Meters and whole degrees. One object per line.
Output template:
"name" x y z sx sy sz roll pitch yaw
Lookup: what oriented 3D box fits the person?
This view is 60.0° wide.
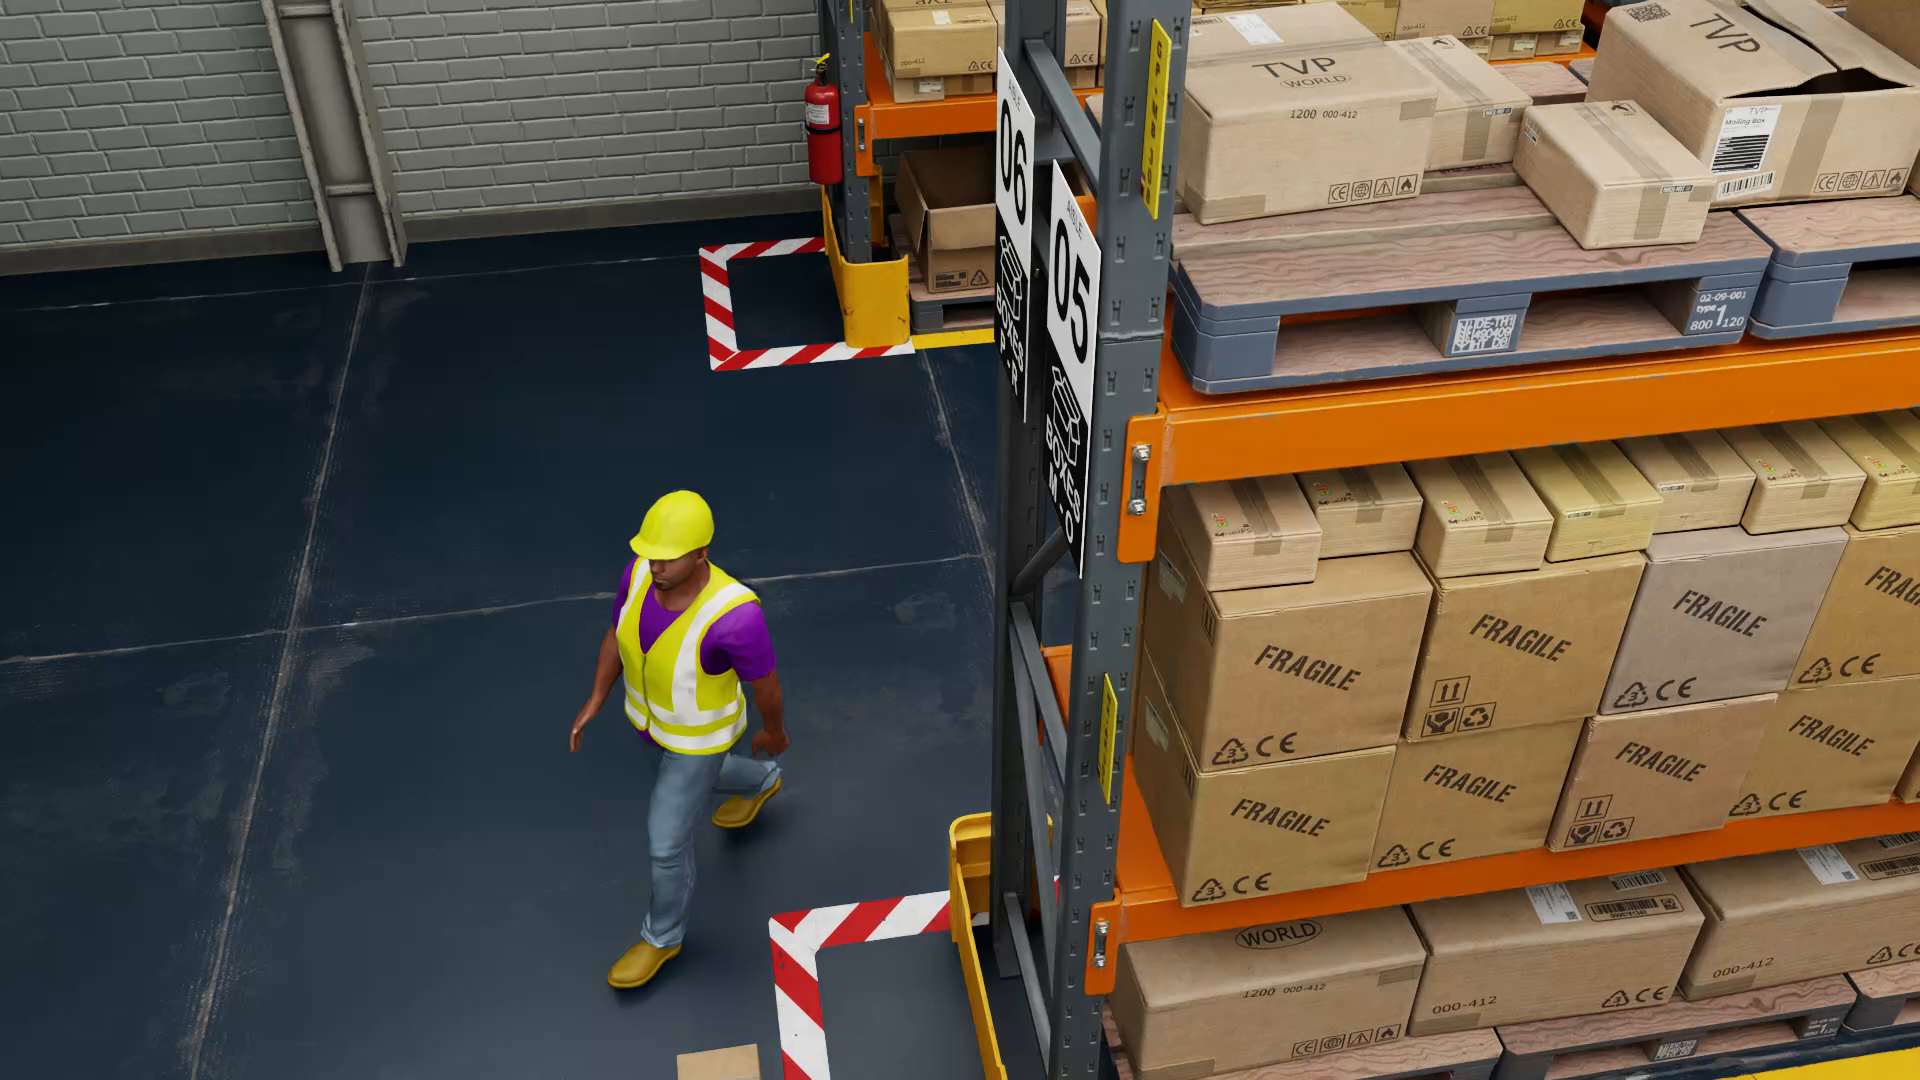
"person" -0.927 0.606 5.378 0.578 1.729 0.938 29 47 31
